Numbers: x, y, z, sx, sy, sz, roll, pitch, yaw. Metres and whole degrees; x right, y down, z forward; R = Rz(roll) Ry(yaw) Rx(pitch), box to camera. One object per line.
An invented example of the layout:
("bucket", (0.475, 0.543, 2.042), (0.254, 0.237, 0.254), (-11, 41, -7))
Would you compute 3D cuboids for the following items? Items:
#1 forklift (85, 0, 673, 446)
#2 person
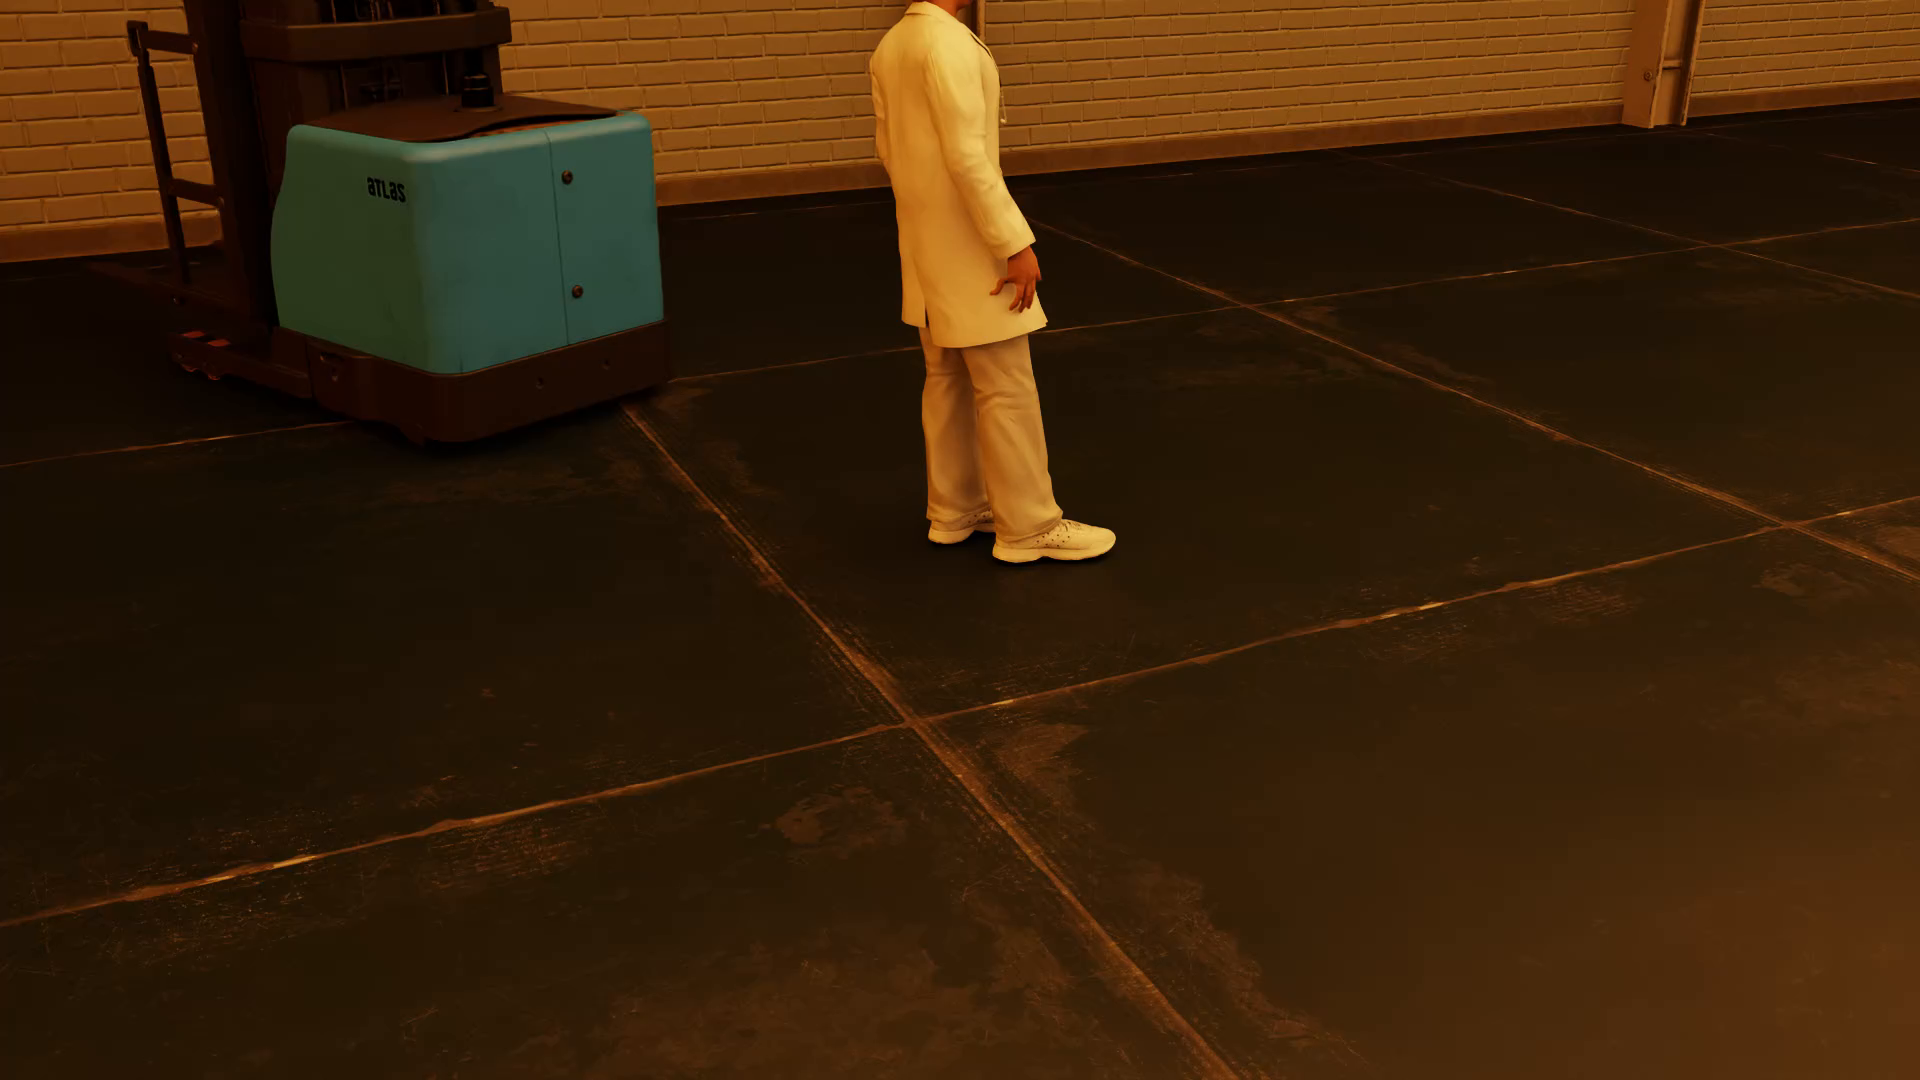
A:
("forklift", (-2.574, -2.126, 6.404), (3.031, 2.935, 1.130), (17, 28, 36))
("person", (0.084, -0.834, 4.797), (0.581, 1.763, 0.694), (-10, 25, -23))
